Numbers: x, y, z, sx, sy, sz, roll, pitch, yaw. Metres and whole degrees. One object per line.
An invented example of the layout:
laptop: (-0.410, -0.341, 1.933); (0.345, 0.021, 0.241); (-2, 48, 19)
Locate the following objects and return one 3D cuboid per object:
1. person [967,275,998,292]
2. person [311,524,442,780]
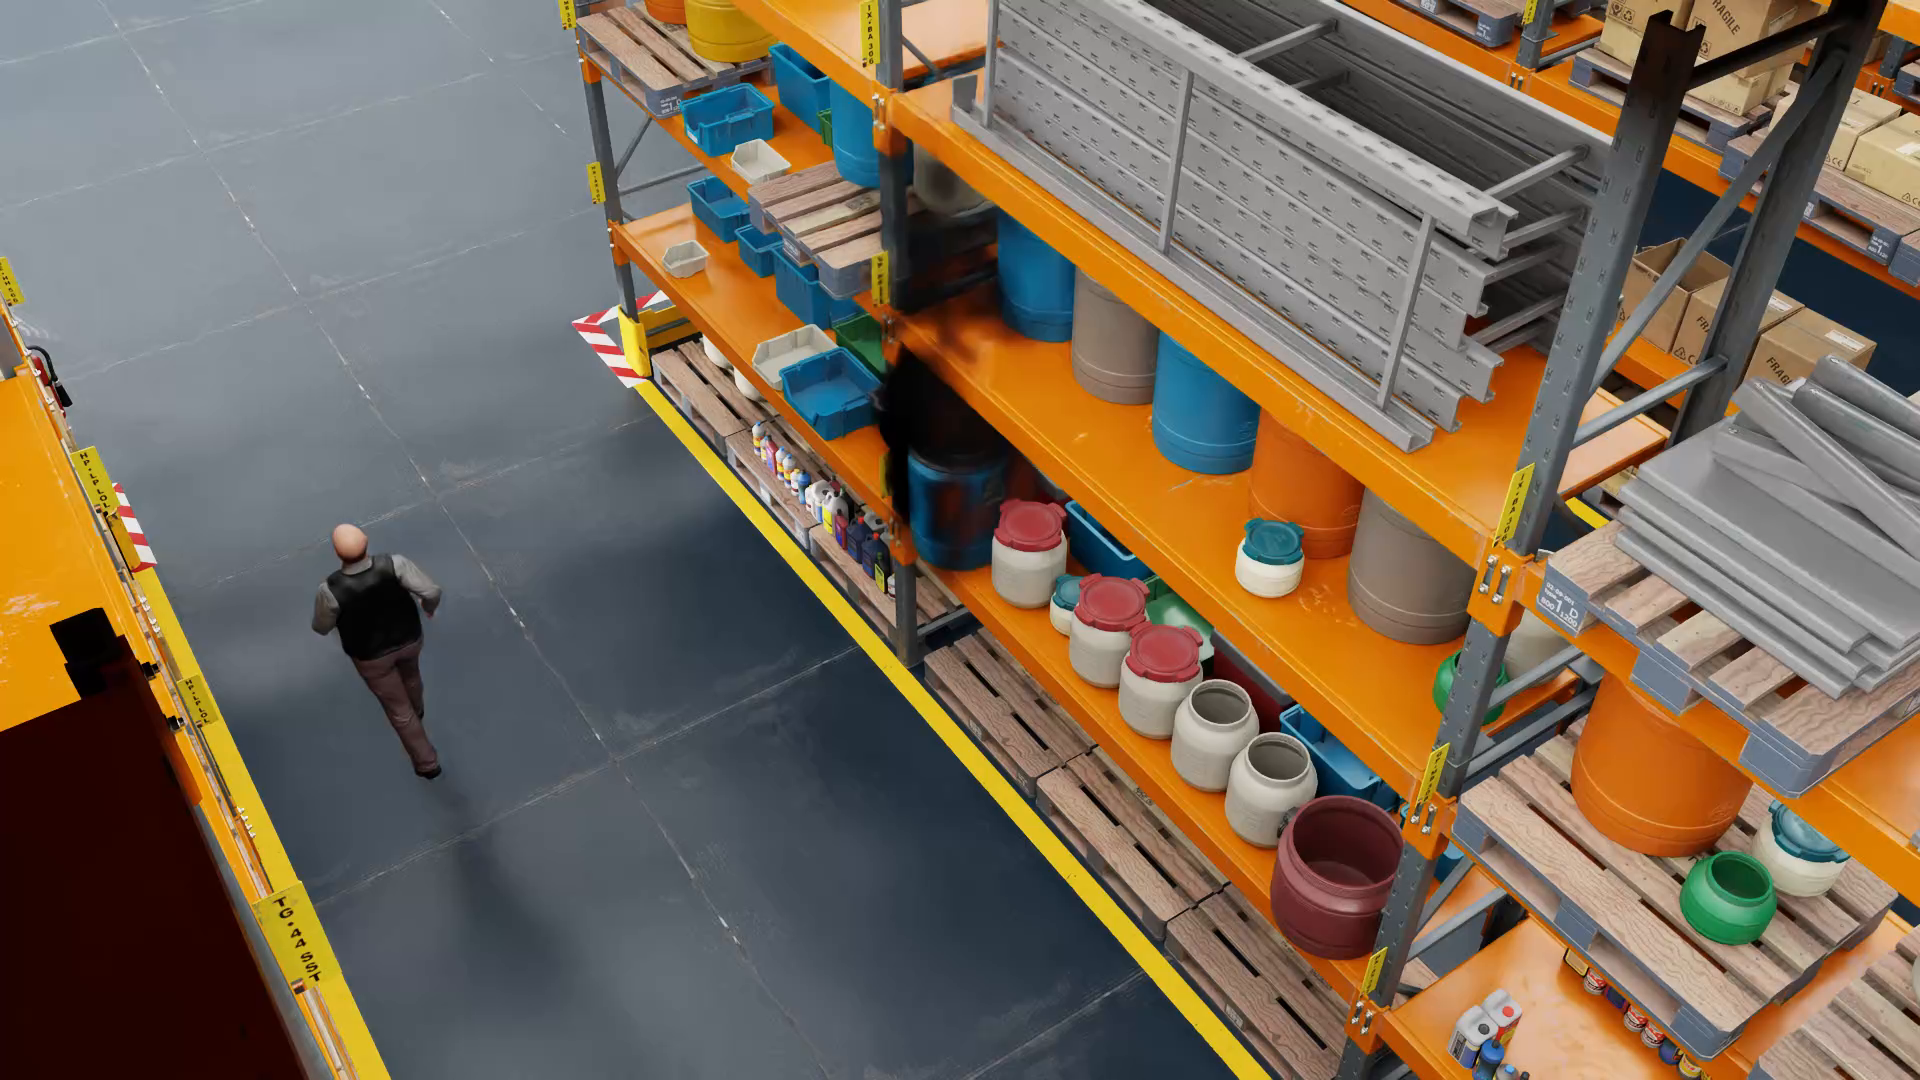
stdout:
person: (0.248, -1.890, 12.192); (0.620, 1.673, 0.747); (-26, 49, -26)
person: (-3.256, 0.584, 9.395); (0.657, 1.752, 0.826); (-30, 50, -29)
